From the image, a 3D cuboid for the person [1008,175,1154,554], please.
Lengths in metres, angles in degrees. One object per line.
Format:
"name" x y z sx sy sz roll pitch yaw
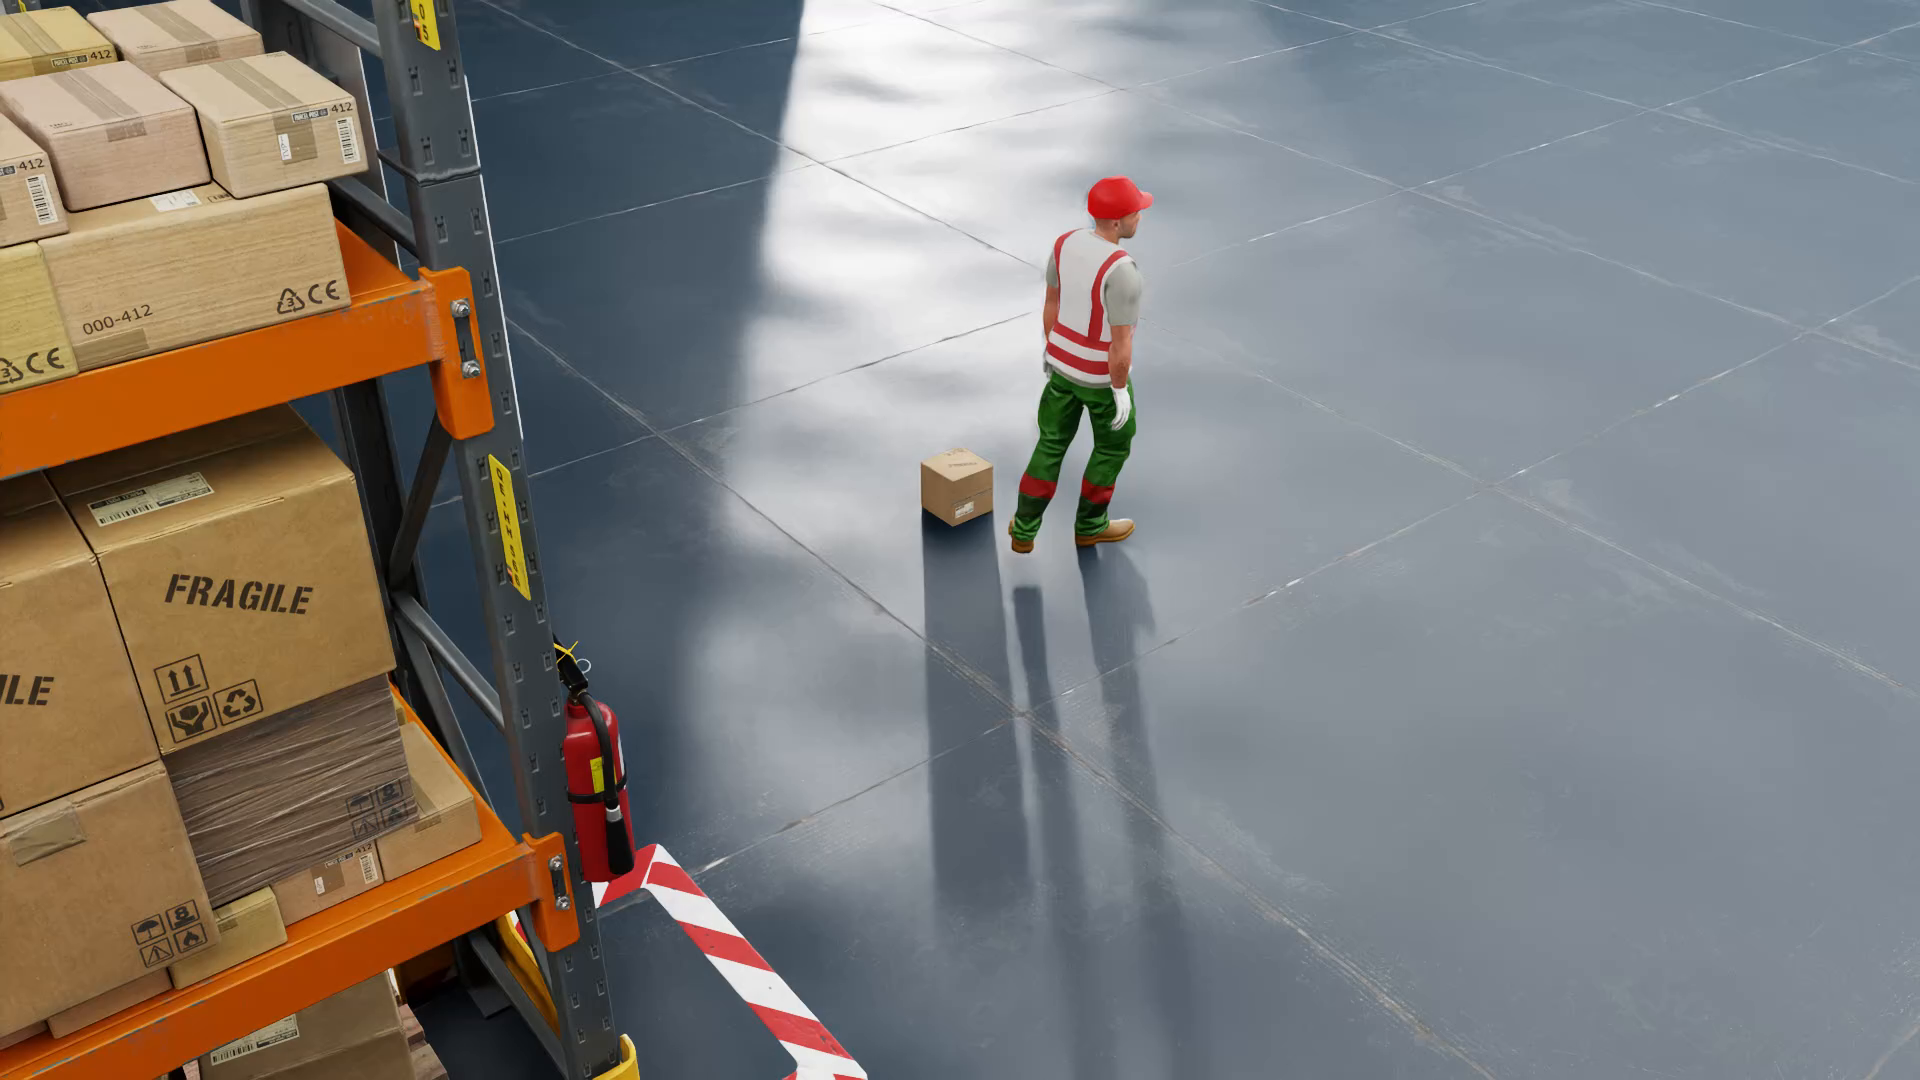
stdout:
"person" 0.526 -0.732 7.299 0.593 1.778 0.589 -24 39 -33
